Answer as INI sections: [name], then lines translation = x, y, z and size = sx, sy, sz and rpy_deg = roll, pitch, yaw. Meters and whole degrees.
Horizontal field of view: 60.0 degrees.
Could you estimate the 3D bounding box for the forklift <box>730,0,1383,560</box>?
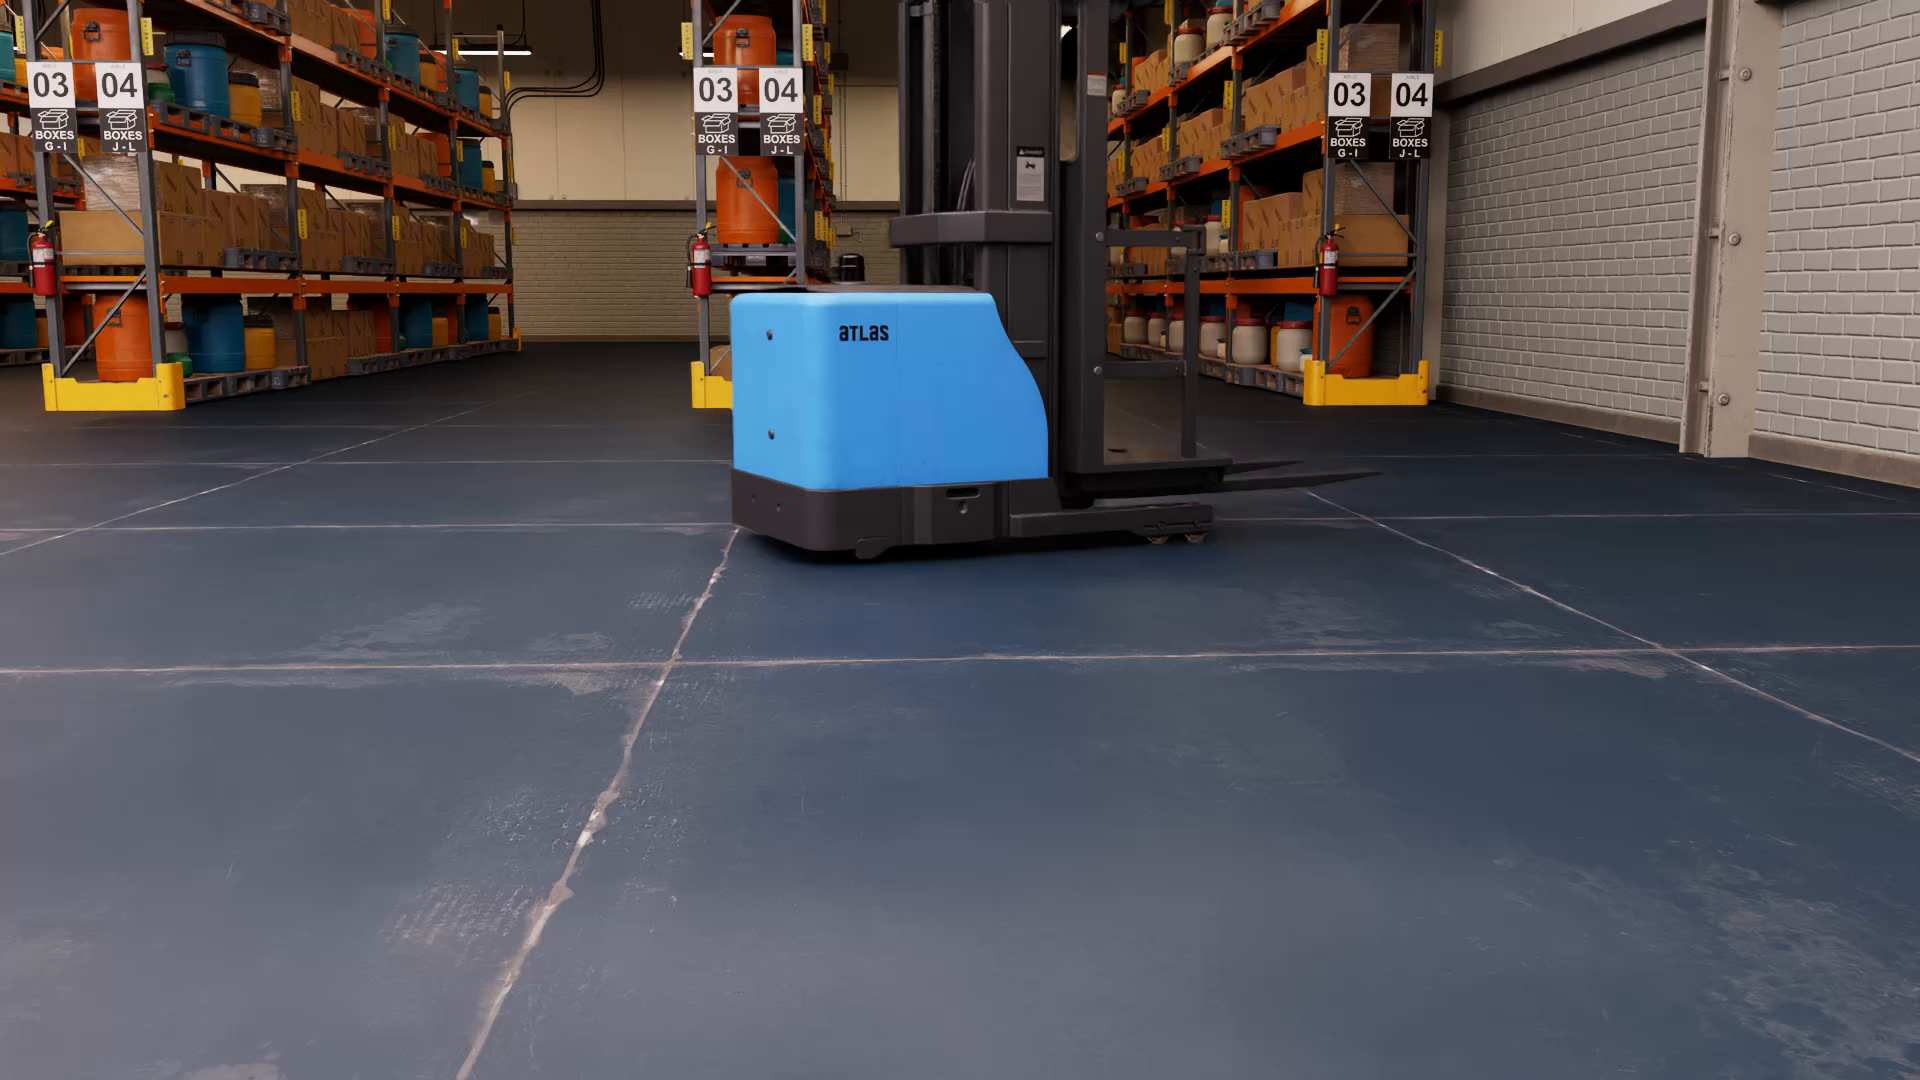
[forklift]
translation = 0.539, -1.499, 7.425
size = 3.031, 2.935, 1.130
rpy_deg = -4, 9, -27
